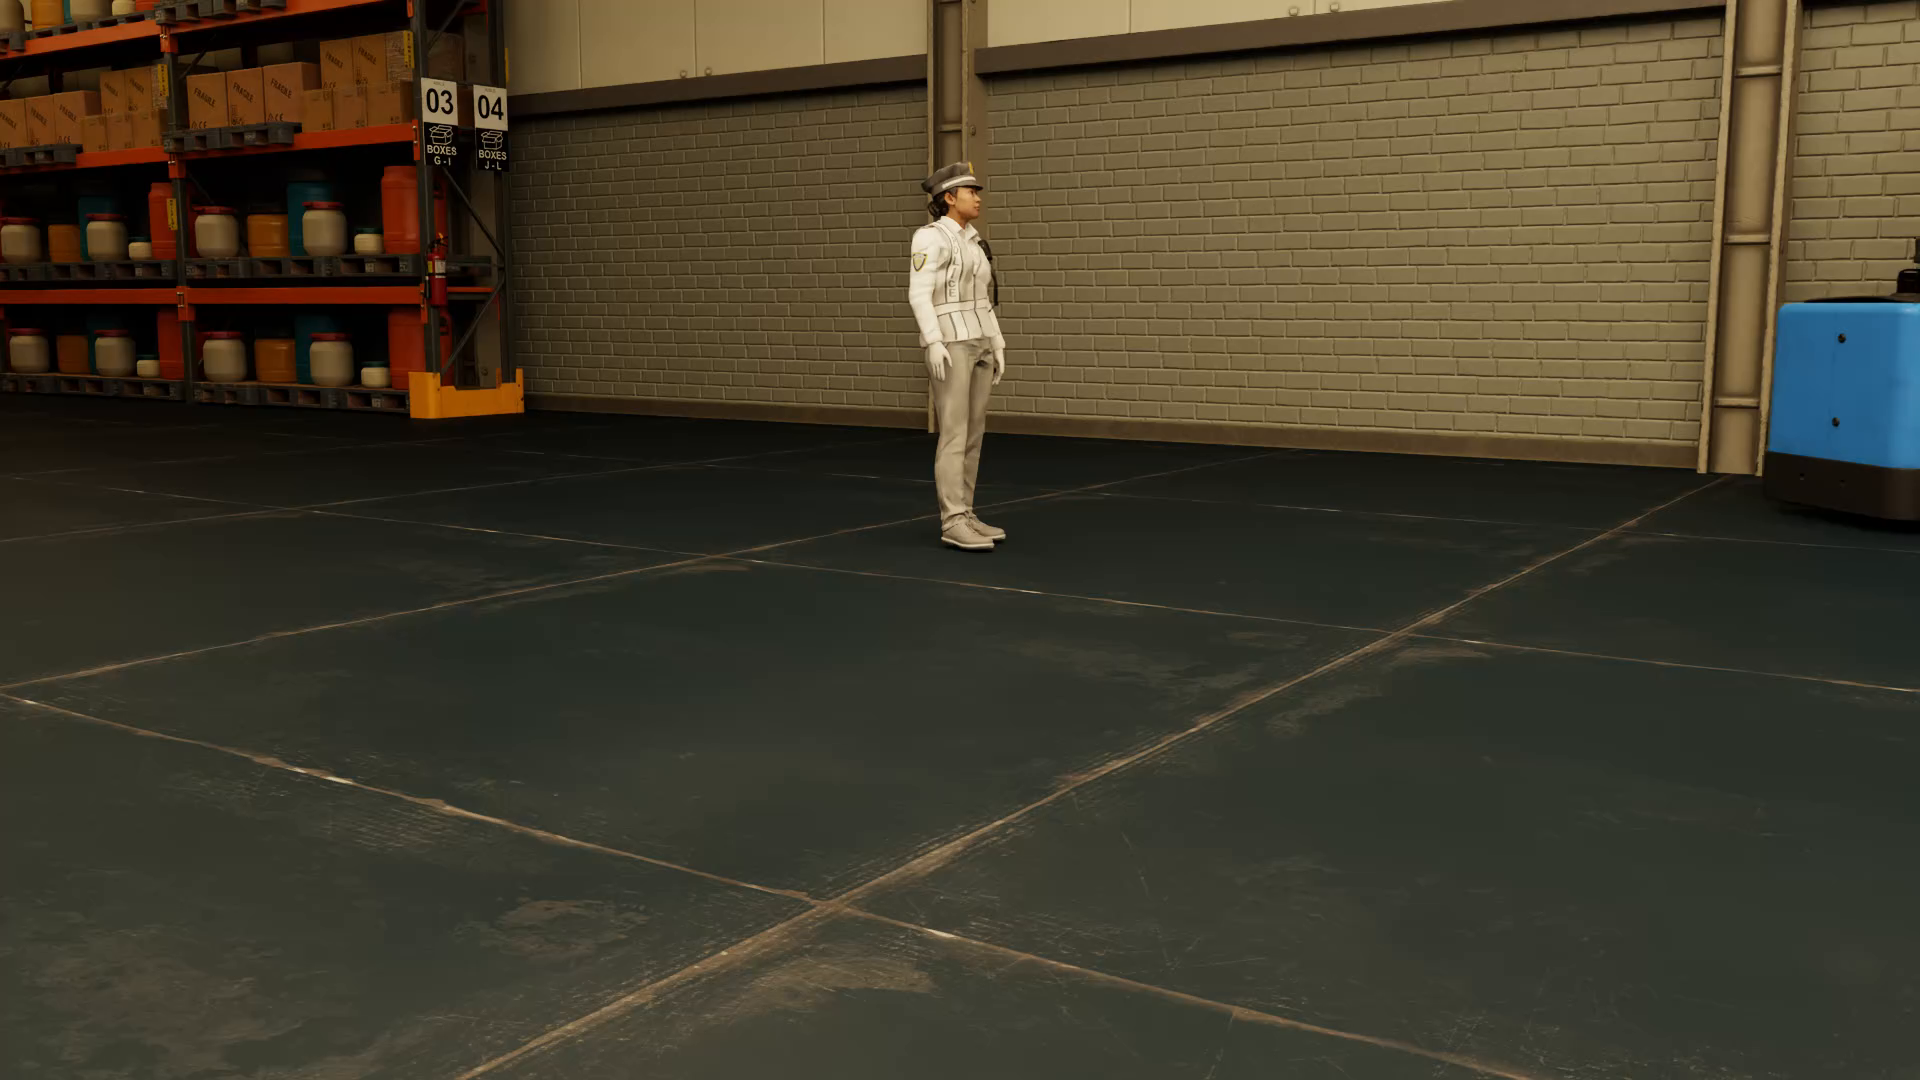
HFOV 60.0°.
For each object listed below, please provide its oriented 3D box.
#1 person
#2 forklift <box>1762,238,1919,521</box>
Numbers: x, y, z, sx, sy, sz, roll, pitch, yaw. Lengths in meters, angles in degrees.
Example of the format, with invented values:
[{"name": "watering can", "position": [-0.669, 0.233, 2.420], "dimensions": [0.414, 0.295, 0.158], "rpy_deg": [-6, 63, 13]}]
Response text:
[{"name": "person", "position": [0.053, -0.840, 7.440], "dimensions": [0.531, 1.695, 0.588], "rpy_deg": [5, 10, 34]}, {"name": "forklift", "position": [5.745, -1.575, 8.269], "dimensions": [3.031, 2.935, 1.130], "rpy_deg": [-1, 8, -9]}]
